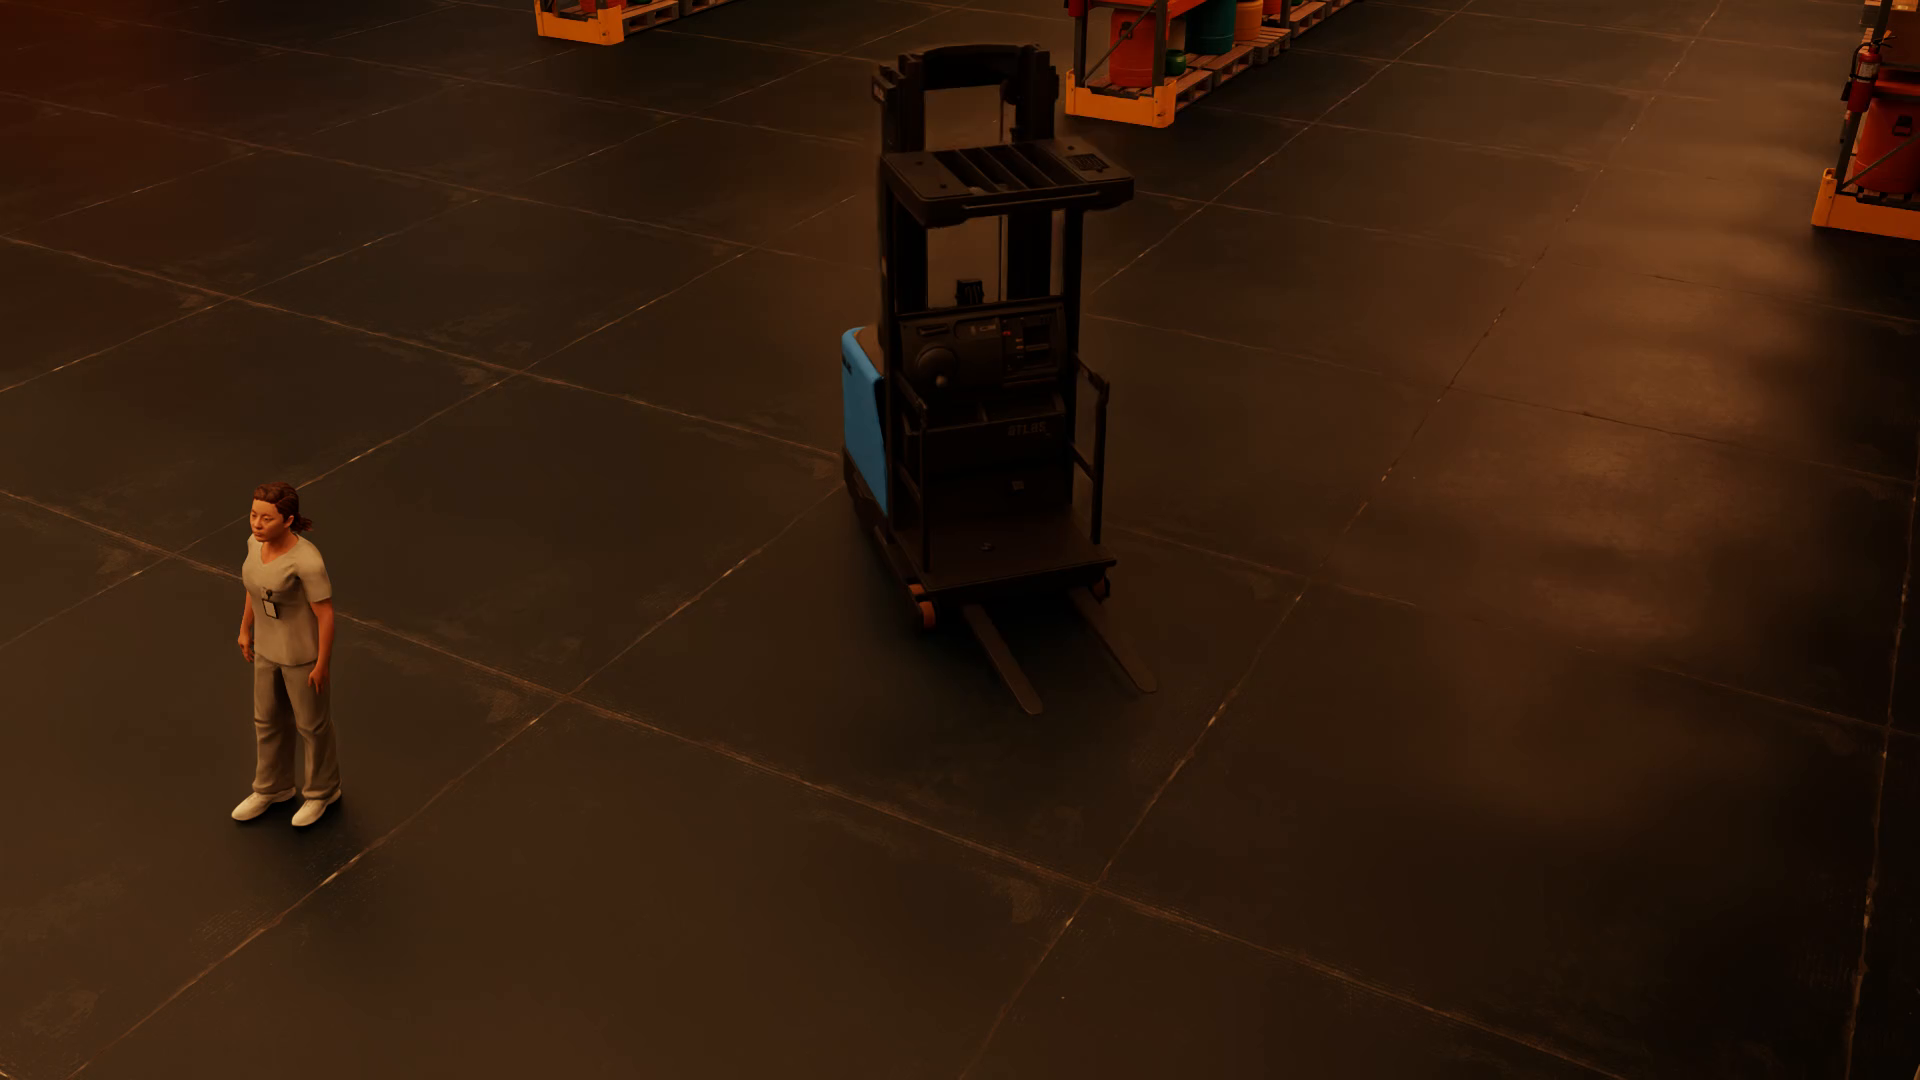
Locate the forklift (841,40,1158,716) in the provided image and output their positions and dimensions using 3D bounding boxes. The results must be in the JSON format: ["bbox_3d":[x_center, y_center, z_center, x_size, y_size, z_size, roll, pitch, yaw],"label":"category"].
[{"bbox_3d":[0.200,-0.996,8.796,1.130,2.935,3.031,-9,31,-15],"label":"forklift"}]

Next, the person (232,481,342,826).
[{"bbox_3d":[-3.027,0.529,7.398,0.545,1.676,0.546,16,34,26],"label":"person"}]
